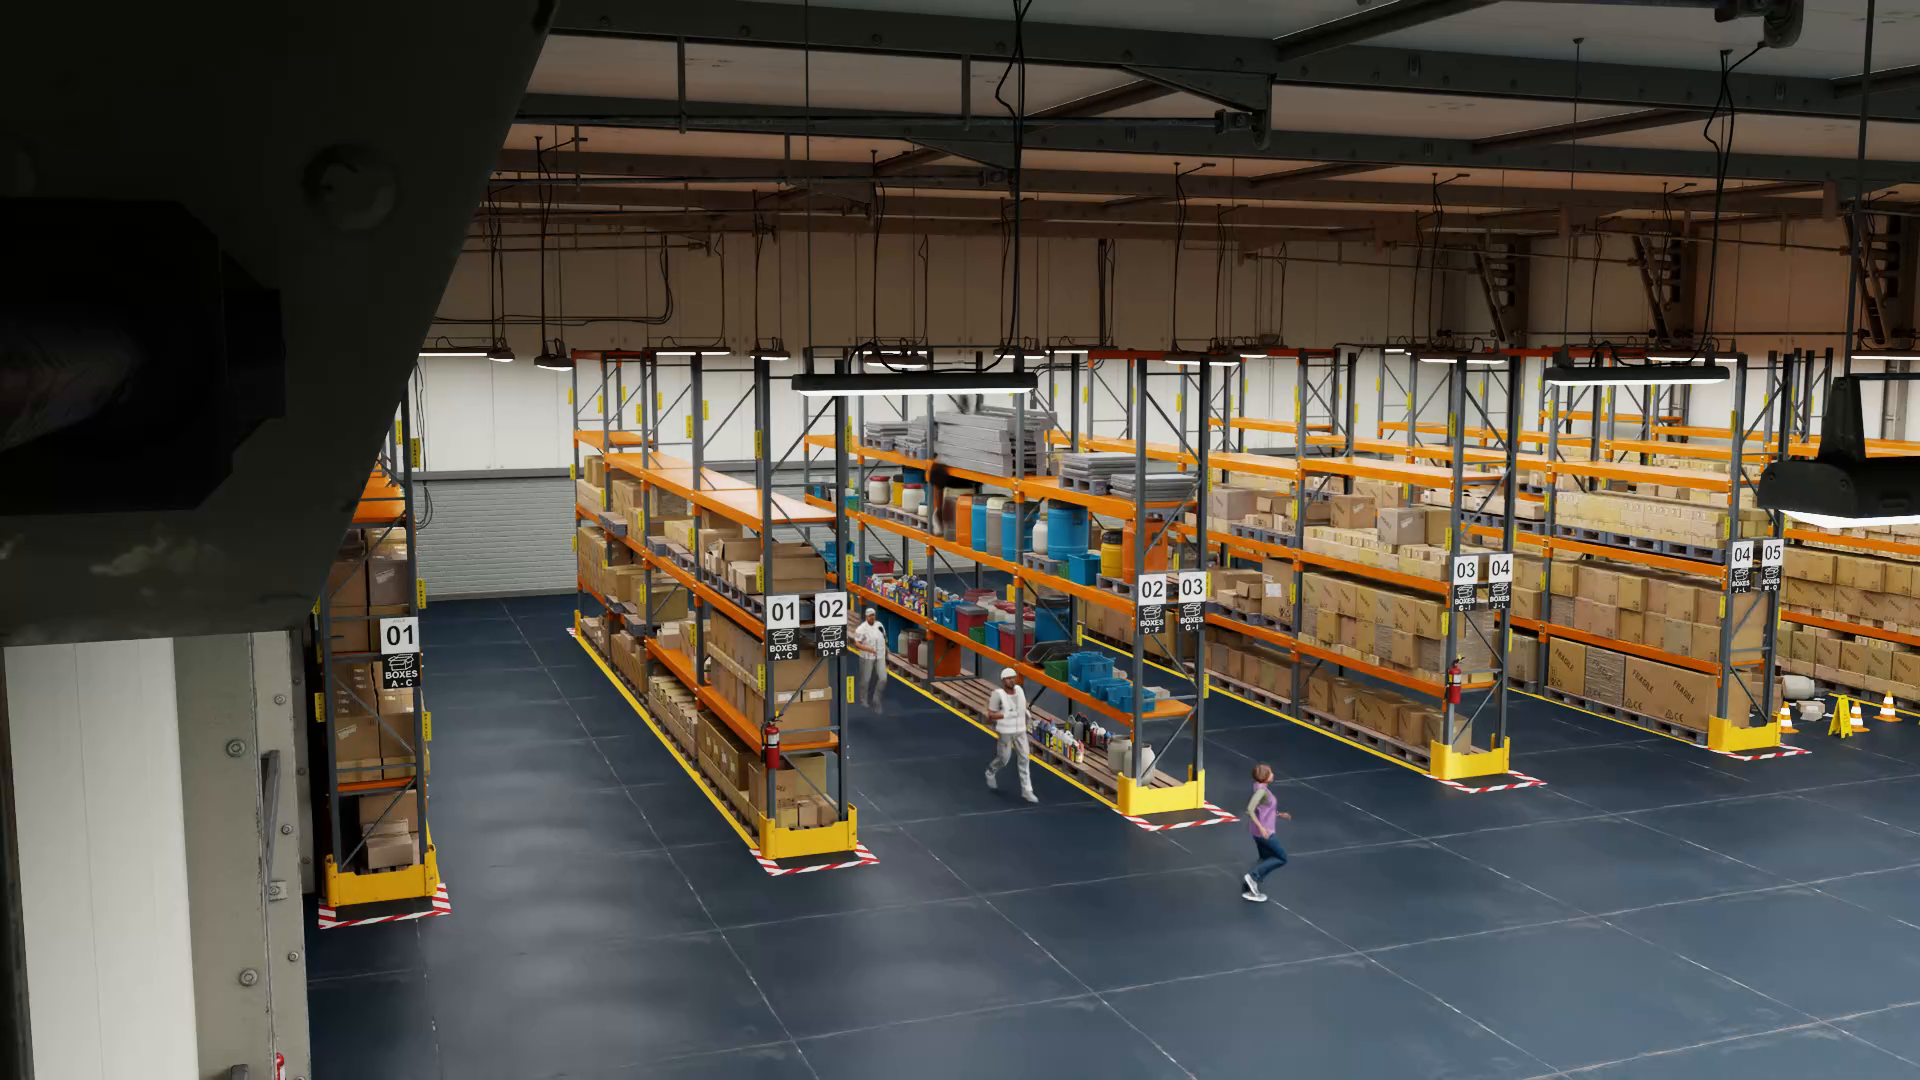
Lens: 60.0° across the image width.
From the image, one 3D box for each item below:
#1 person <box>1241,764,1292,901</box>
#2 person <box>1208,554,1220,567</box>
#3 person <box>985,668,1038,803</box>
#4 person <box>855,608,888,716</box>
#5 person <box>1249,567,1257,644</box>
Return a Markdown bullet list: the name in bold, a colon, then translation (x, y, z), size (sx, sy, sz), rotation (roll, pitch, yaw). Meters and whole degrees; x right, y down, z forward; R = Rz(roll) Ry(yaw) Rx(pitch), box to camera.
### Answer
- **person**: translation (3.423, 3.262, 18.534), size (0.543, 1.562, 0.528), rotation (0, 7, 4)
- **person**: translation (5.732, 0.996, 37.224), size (0.556, 1.448, 0.793), rotation (-2, 7, -16)
- **person**: translation (0.724, 2.623, 22.691), size (0.694, 1.745, 1.058), rotation (-3, 8, -26)
- **person**: translation (-1.398, 1.949, 26.704), size (0.610, 1.741, 0.642), rotation (-3, 8, -23)
- **person**: translation (5.836, 1.379, 33.244), size (0.594, 1.658, 0.877), rotation (-4, 8, -27)
